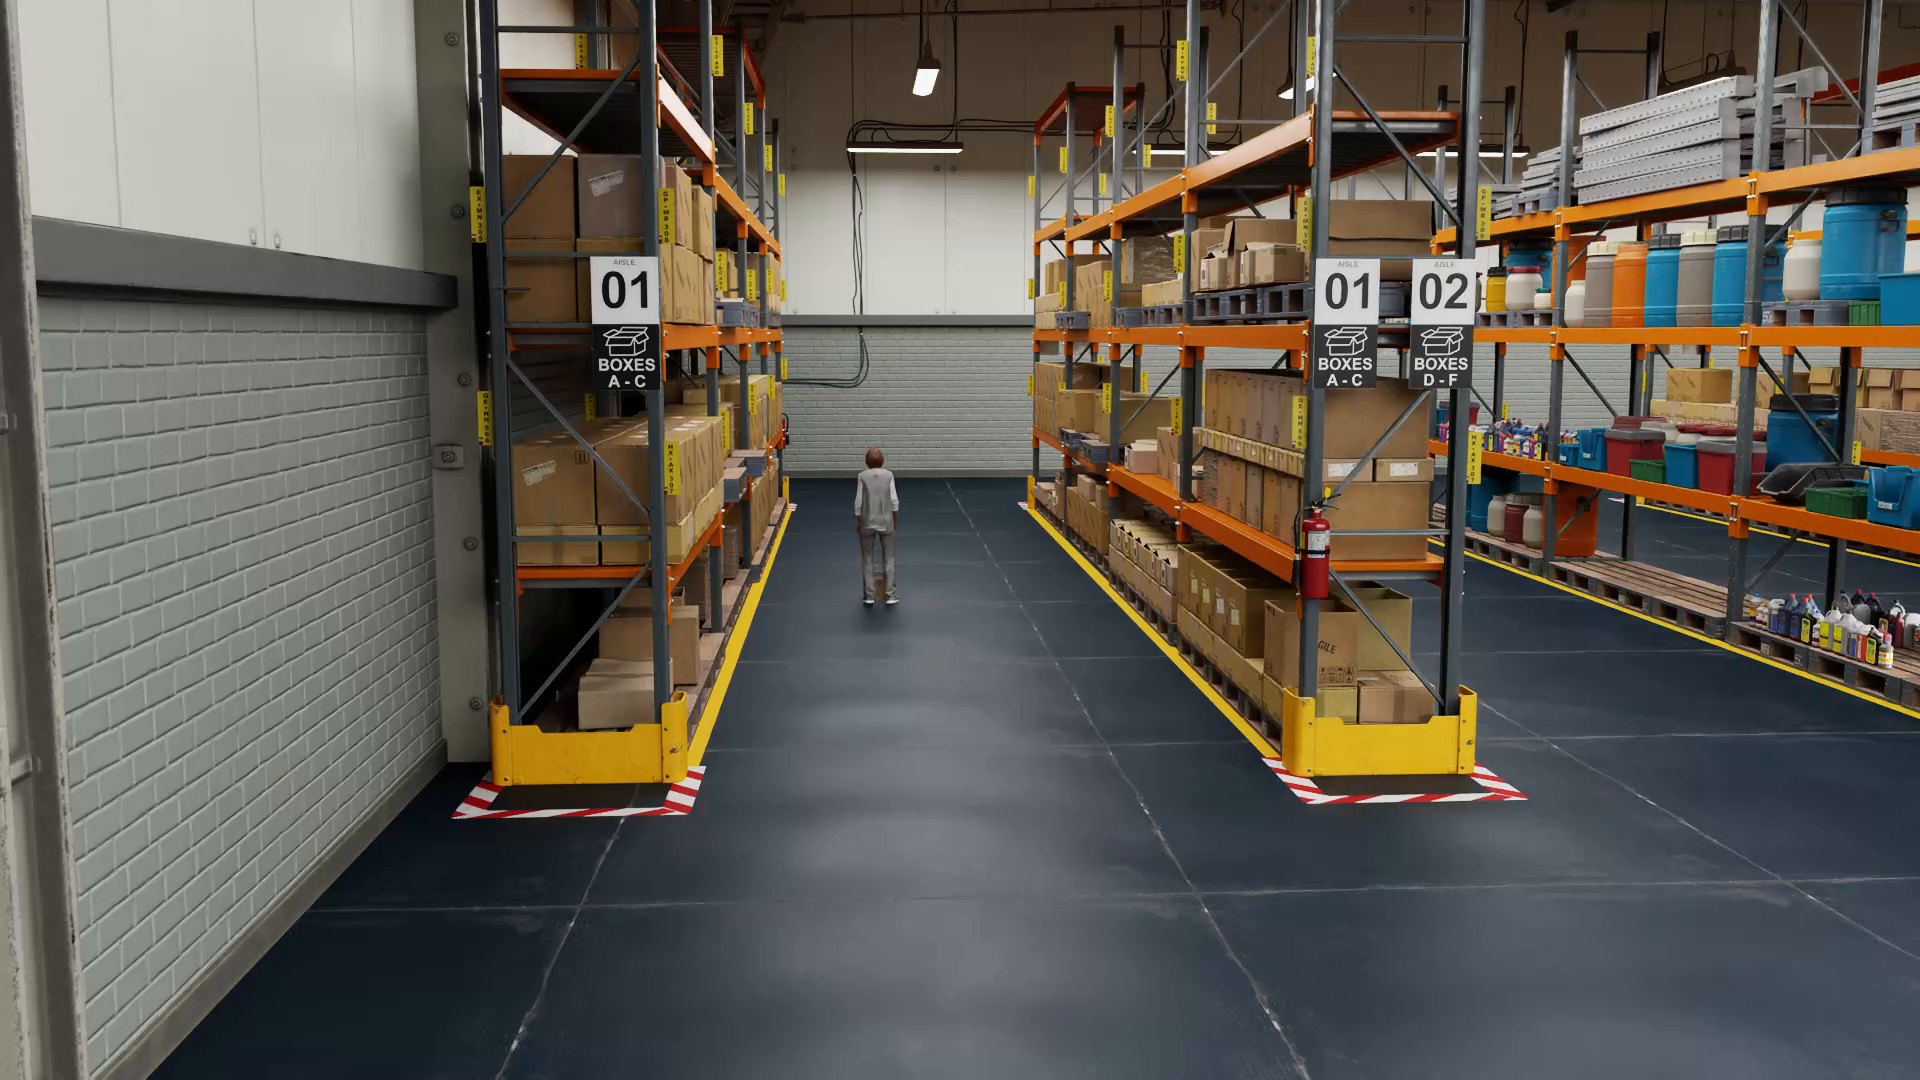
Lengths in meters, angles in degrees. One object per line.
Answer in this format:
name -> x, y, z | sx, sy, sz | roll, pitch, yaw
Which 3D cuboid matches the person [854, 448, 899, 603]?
person -> -0.849, -0.141, 16.939 | 0.460, 1.593, 0.374 | -1, 7, -6
